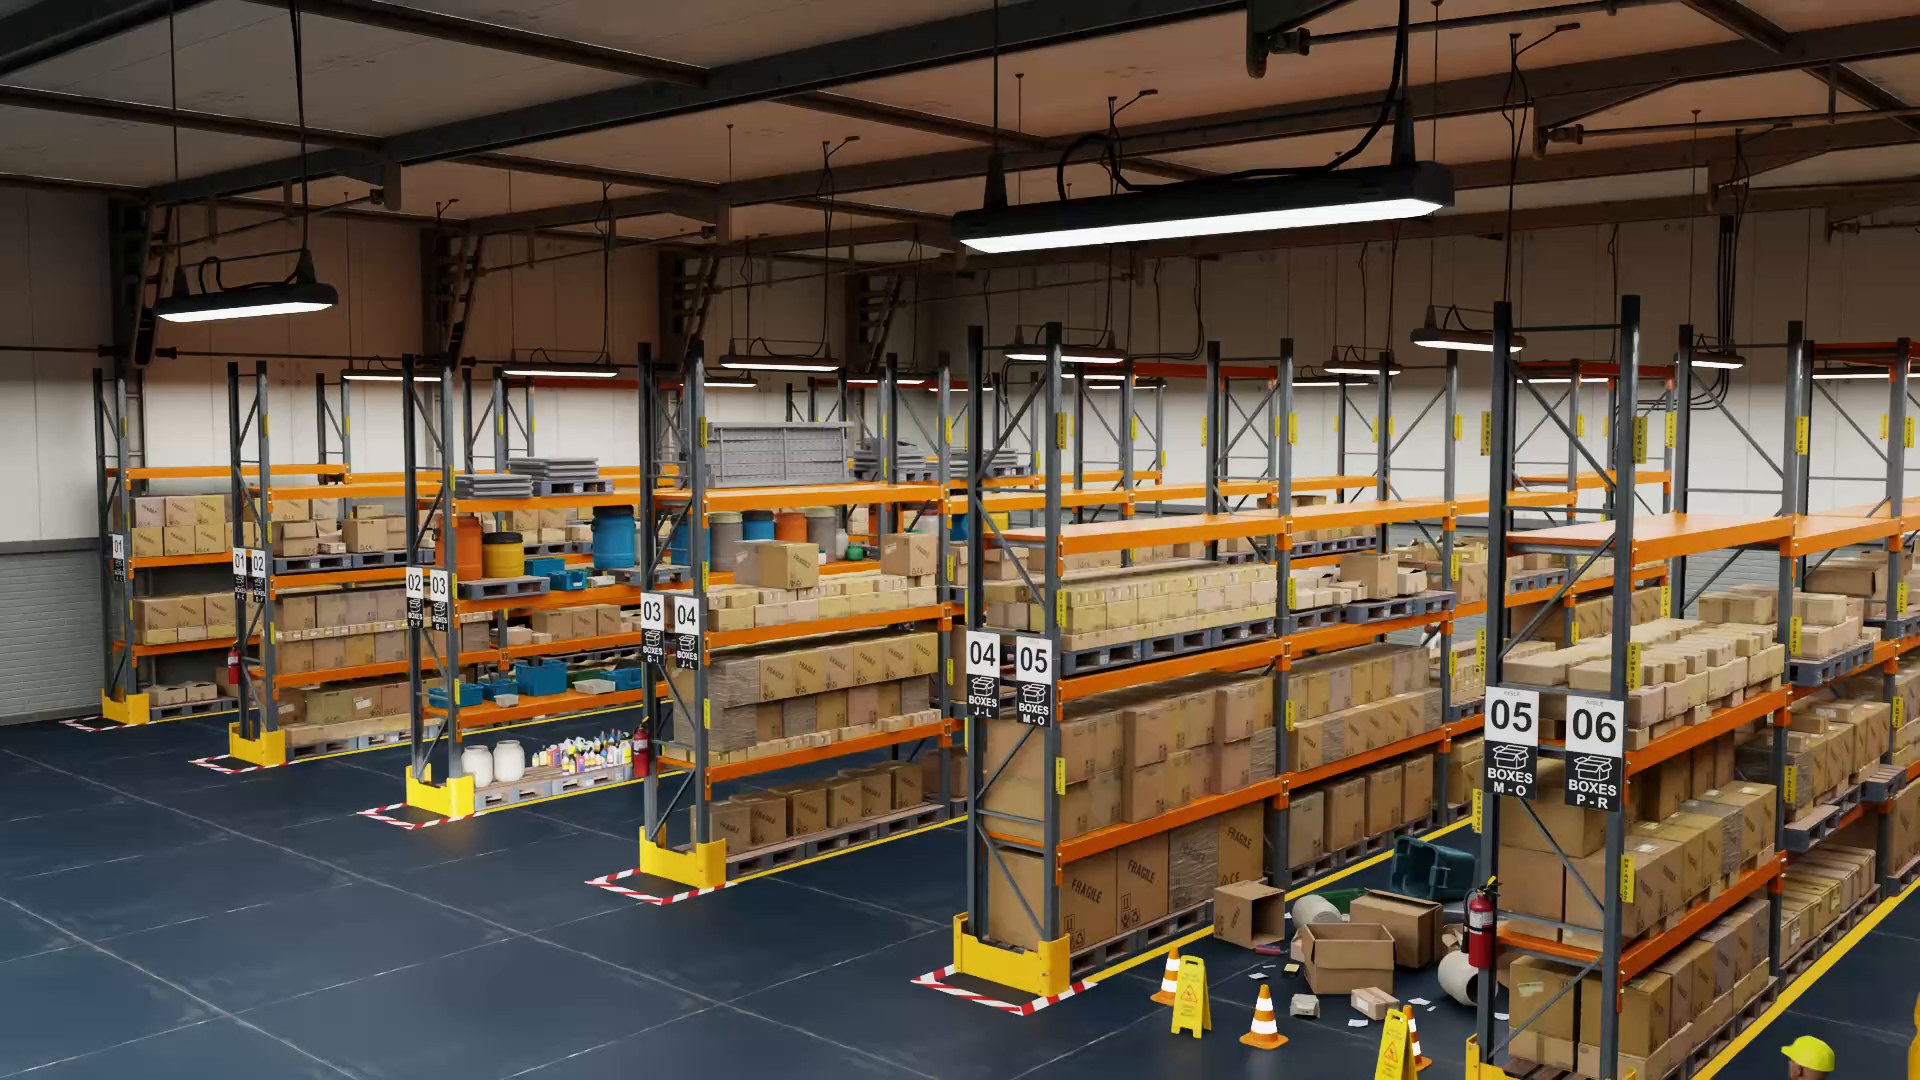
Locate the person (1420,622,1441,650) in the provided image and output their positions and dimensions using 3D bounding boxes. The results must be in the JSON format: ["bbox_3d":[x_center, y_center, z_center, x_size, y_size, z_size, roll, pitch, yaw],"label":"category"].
[{"bbox_3d":[8.107,2.229,28.559,0.542,1.809,0.886,3,5,40],"label":"person"}]

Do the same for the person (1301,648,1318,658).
[{"bbox_3d":[5.417,2.446,25.930,0.494,1.680,0.501,-2,5,-23],"label":"person"}]

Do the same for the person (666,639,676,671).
[{"bbox_3d":[-4.284,2.387,26.226,0.668,1.710,0.454,1,4,7],"label":"person"}]

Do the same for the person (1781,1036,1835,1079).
[{"bbox_3d":[4.615,3.603,9.141,0.478,1.781,0.600,1,4,18],"label":"person"}]
